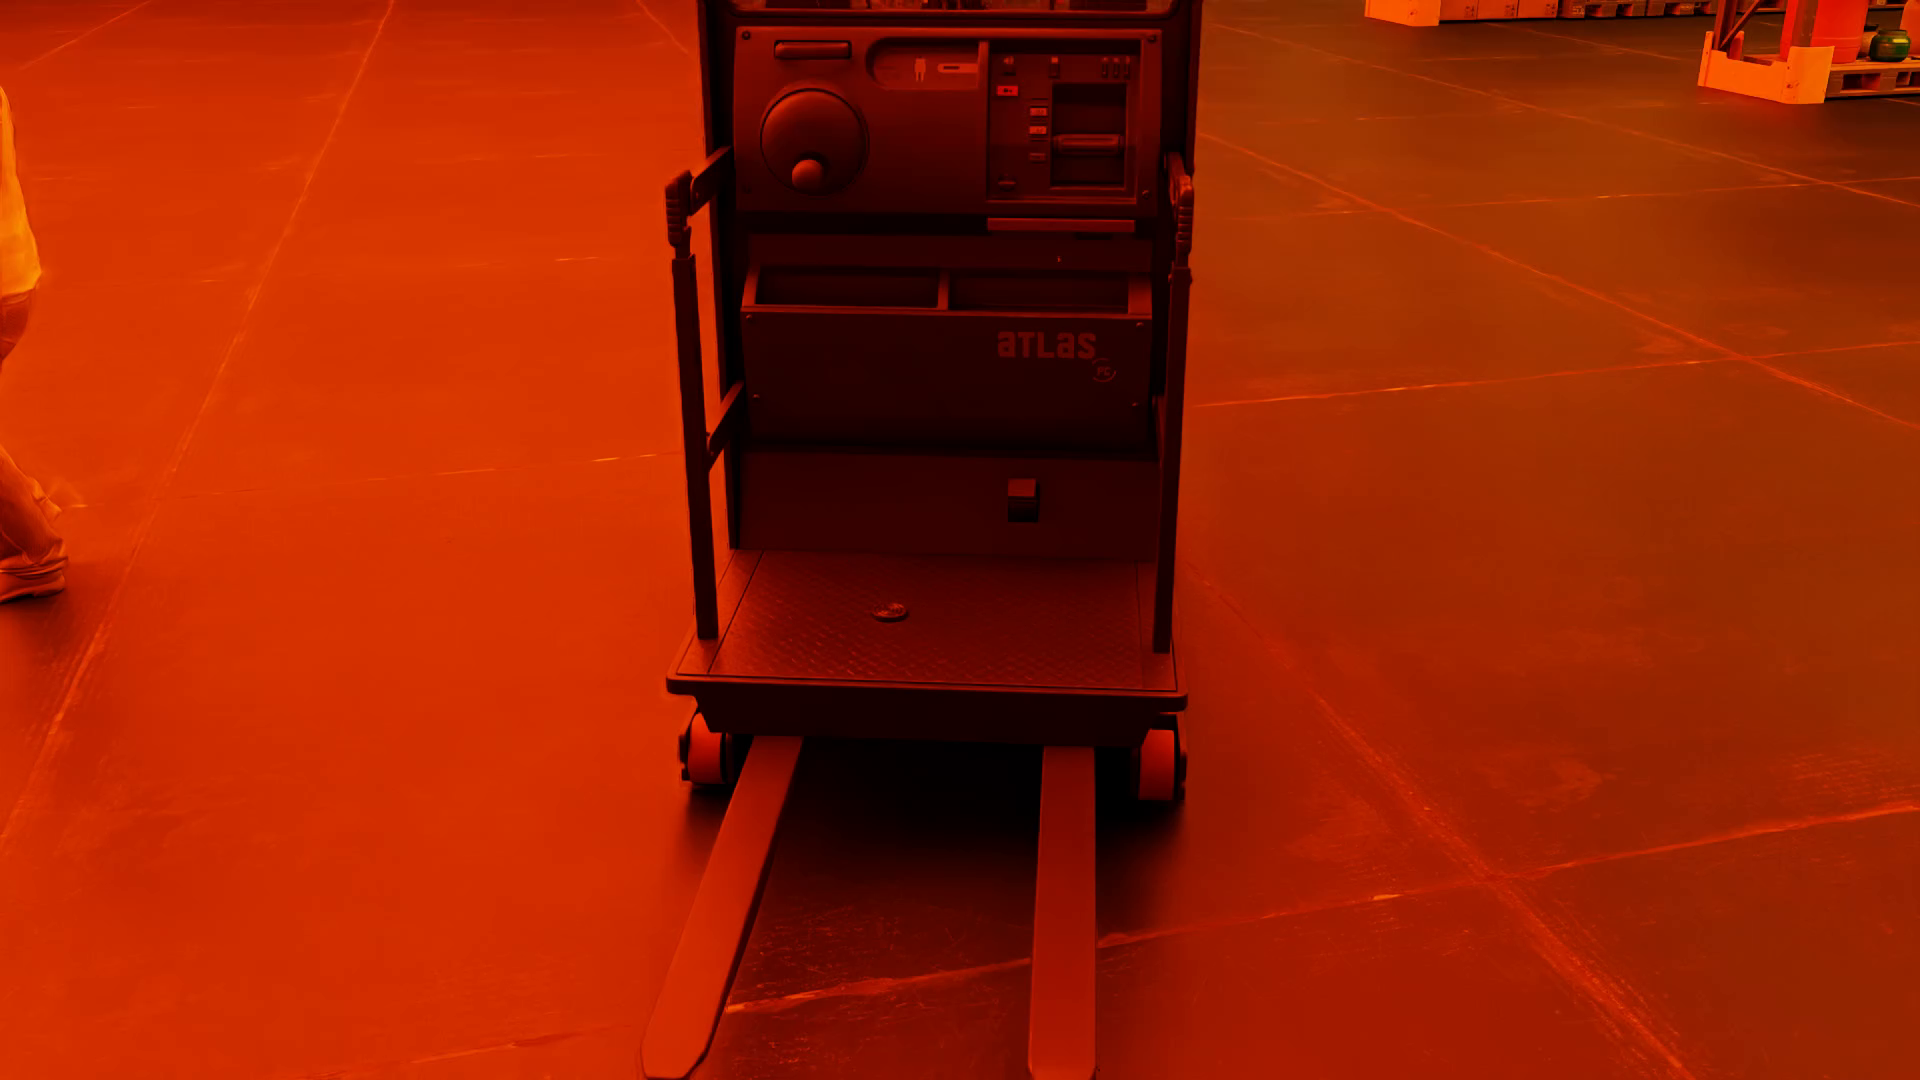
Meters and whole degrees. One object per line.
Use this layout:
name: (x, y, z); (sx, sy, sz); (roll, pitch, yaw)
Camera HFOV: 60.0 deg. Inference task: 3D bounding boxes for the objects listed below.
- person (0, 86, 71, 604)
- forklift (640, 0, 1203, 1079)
person: (-2.681, -0.644, 4.369); (0.498, 1.767, 0.805); (-8, 24, -19)
forklift: (-0.042, -0.901, 3.427); (1.130, 2.935, 3.031); (2, 23, 4)
